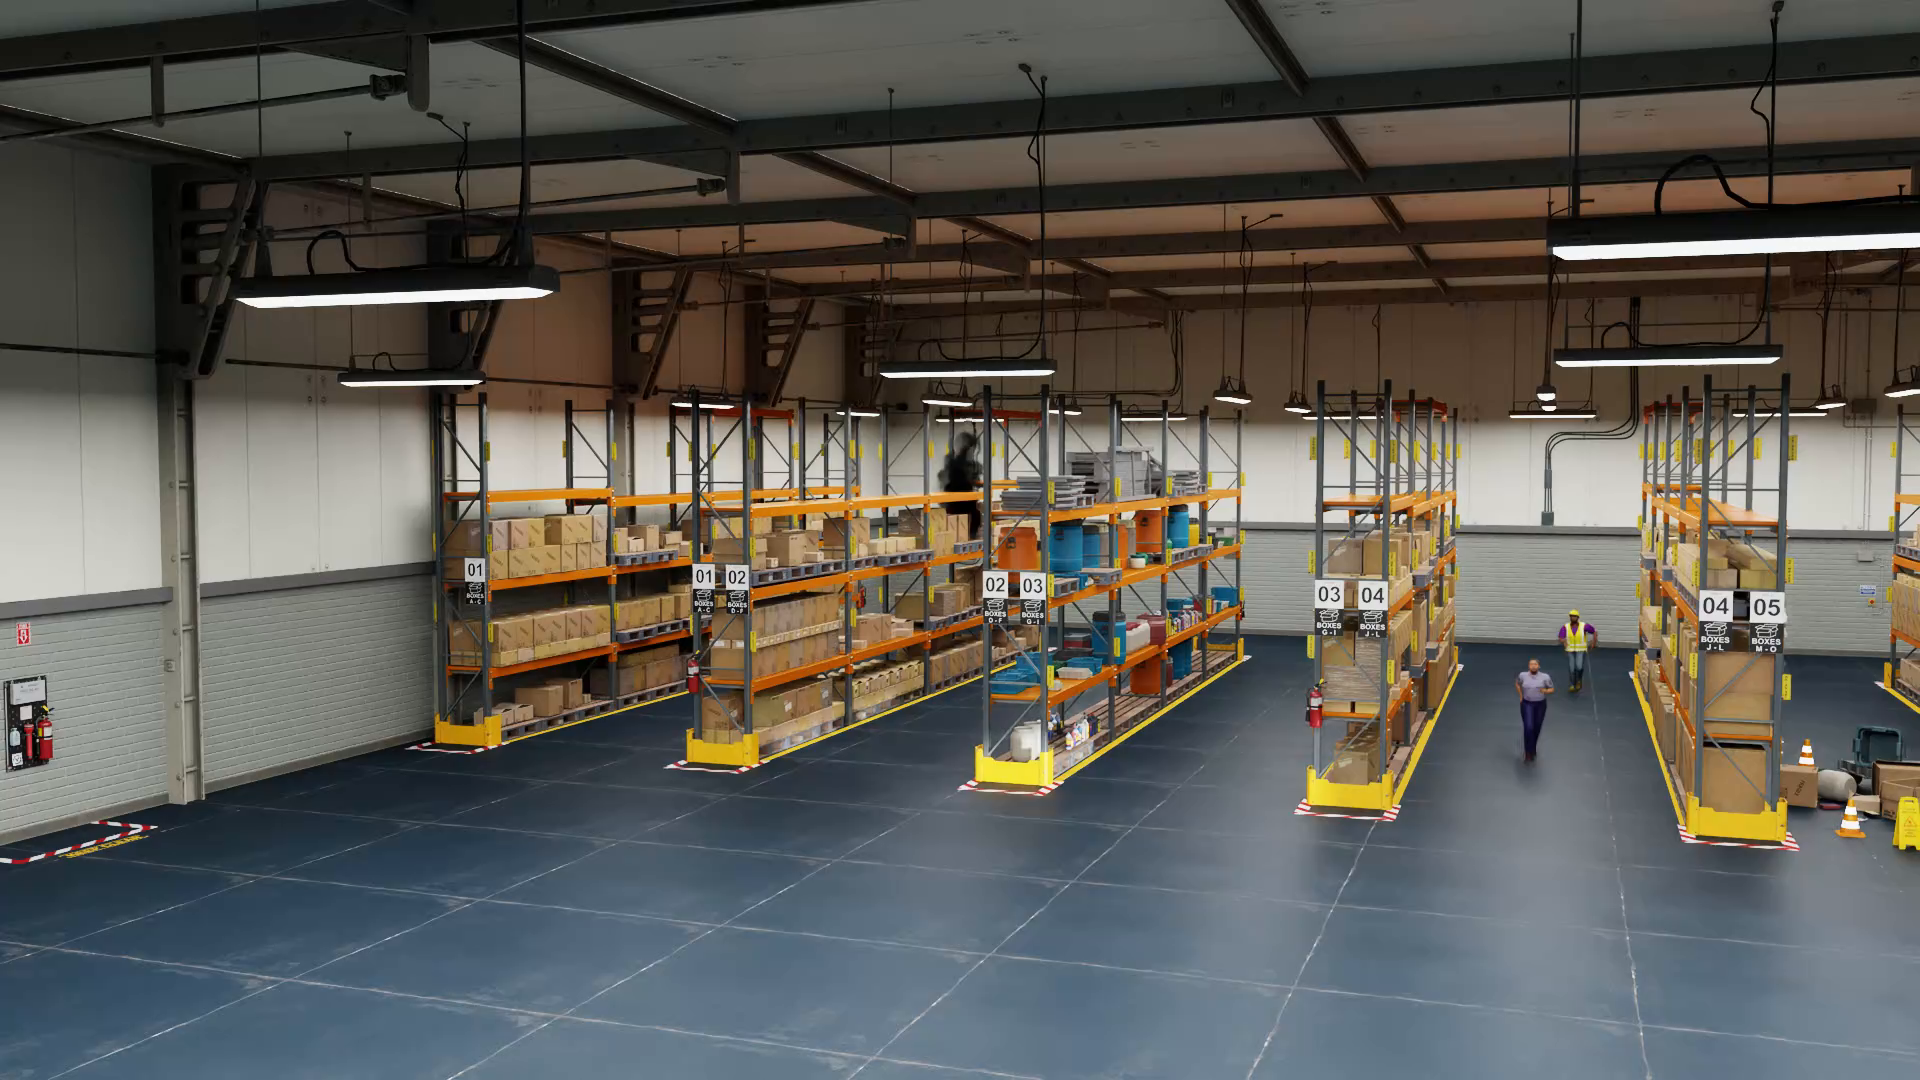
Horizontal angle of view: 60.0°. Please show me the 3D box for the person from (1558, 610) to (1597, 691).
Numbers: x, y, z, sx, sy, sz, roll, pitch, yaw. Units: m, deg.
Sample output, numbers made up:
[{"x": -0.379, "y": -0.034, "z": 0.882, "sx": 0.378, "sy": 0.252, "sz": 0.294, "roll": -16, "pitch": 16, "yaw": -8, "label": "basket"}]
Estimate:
[{"x": 12.704, "y": 2.295, "z": 34.265, "sx": 0.720, "sy": 1.710, "sz": 0.780, "roll": 2, "pitch": 4, "yaw": 30, "label": "person"}]

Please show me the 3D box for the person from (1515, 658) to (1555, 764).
[{"x": 9.330, "y": 2.759, "z": 26.990, "sx": 0.576, "sy": 1.715, "sz": 0.764, "roll": 1, "pitch": 3, "yaw": 12, "label": "person"}]
